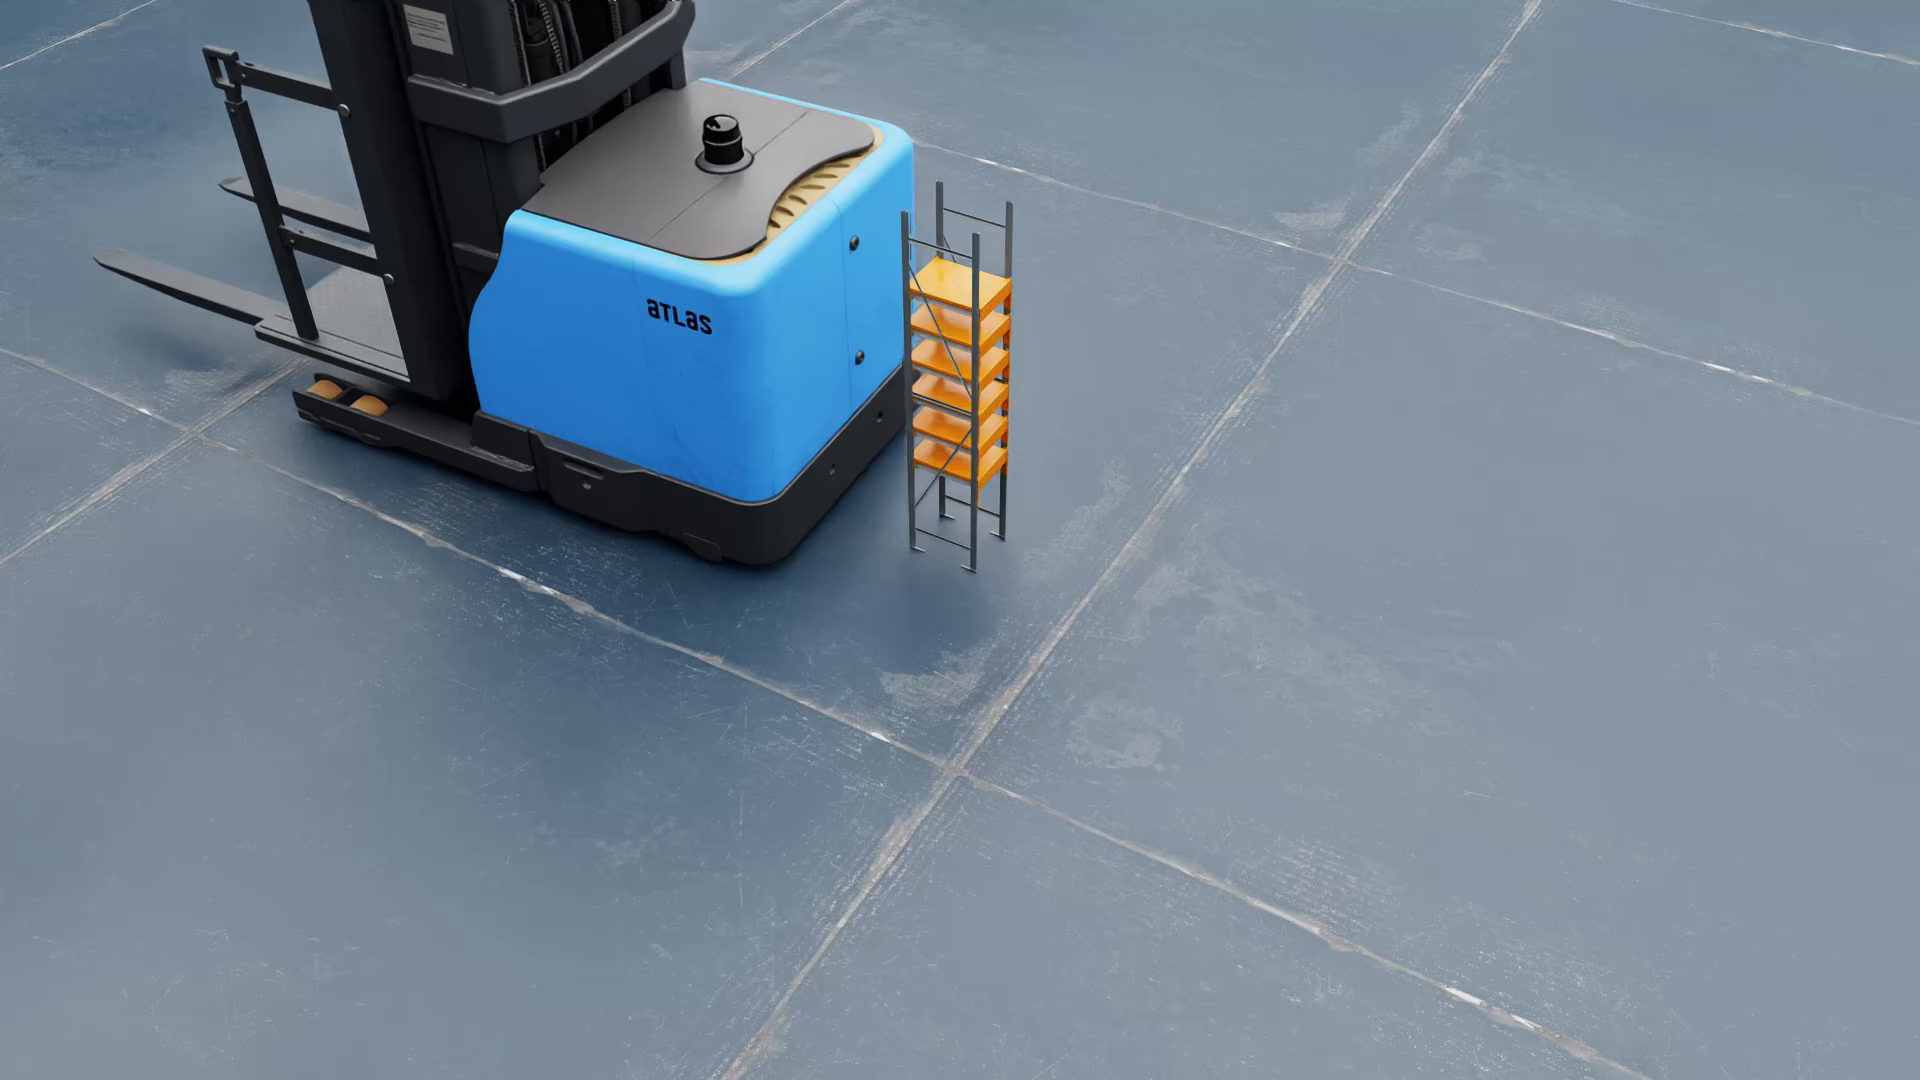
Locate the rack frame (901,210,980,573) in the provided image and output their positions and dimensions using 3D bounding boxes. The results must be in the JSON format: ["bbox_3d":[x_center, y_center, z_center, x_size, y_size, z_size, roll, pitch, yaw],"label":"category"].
[{"bbox_3d":[-0.053,-0.390,4.785,0.240,1.200,0.006,21,45,22],"label":"rack frame"}]

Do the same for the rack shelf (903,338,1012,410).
[{"bbox_3d":[-0.007,-0.499,4.794,0.258,0.103,0.180,21,45,22],"label":"rack shelf"}]

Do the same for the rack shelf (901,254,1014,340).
[{"bbox_3d":[-0.007,-0.679,4.636,0.258,0.103,0.180,21,45,22],"label":"rack shelf"}]

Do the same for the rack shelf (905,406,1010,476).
[{"bbox_3d":[-0.007,-0.319,4.953,0.258,0.103,0.180,21,45,22],"label":"rack shelf"}]

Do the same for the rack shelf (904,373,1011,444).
[{"bbox_3d":[-0.007,-0.409,4.873,0.258,0.103,0.180,21,45,22],"label":"rack shelf"}]

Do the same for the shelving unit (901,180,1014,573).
[{"bbox_3d":[-0.007,-0.442,4.844,0.258,1.200,0.189,21,45,22],"label":"shelving unit"}]

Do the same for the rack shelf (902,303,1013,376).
[{"bbox_3d":[-0.007,-0.589,4.715,0.258,0.103,0.180,21,45,22],"label":"rack shelf"}]

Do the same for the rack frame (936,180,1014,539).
[{"bbox_3d":[0.039,-0.494,4.904,0.240,1.200,0.006,21,45,22],"label":"rack frame"}]

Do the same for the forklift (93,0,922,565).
[{"bbox_3d":[-1.678,-1.709,4.973,3.031,2.935,1.130,19,45,20],"label":"forklift"}]

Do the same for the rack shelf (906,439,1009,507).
[{"bbox_3d":[-0.007,-0.229,5.032,0.258,0.103,0.180,21,45,22],"label":"rack shelf"}]
